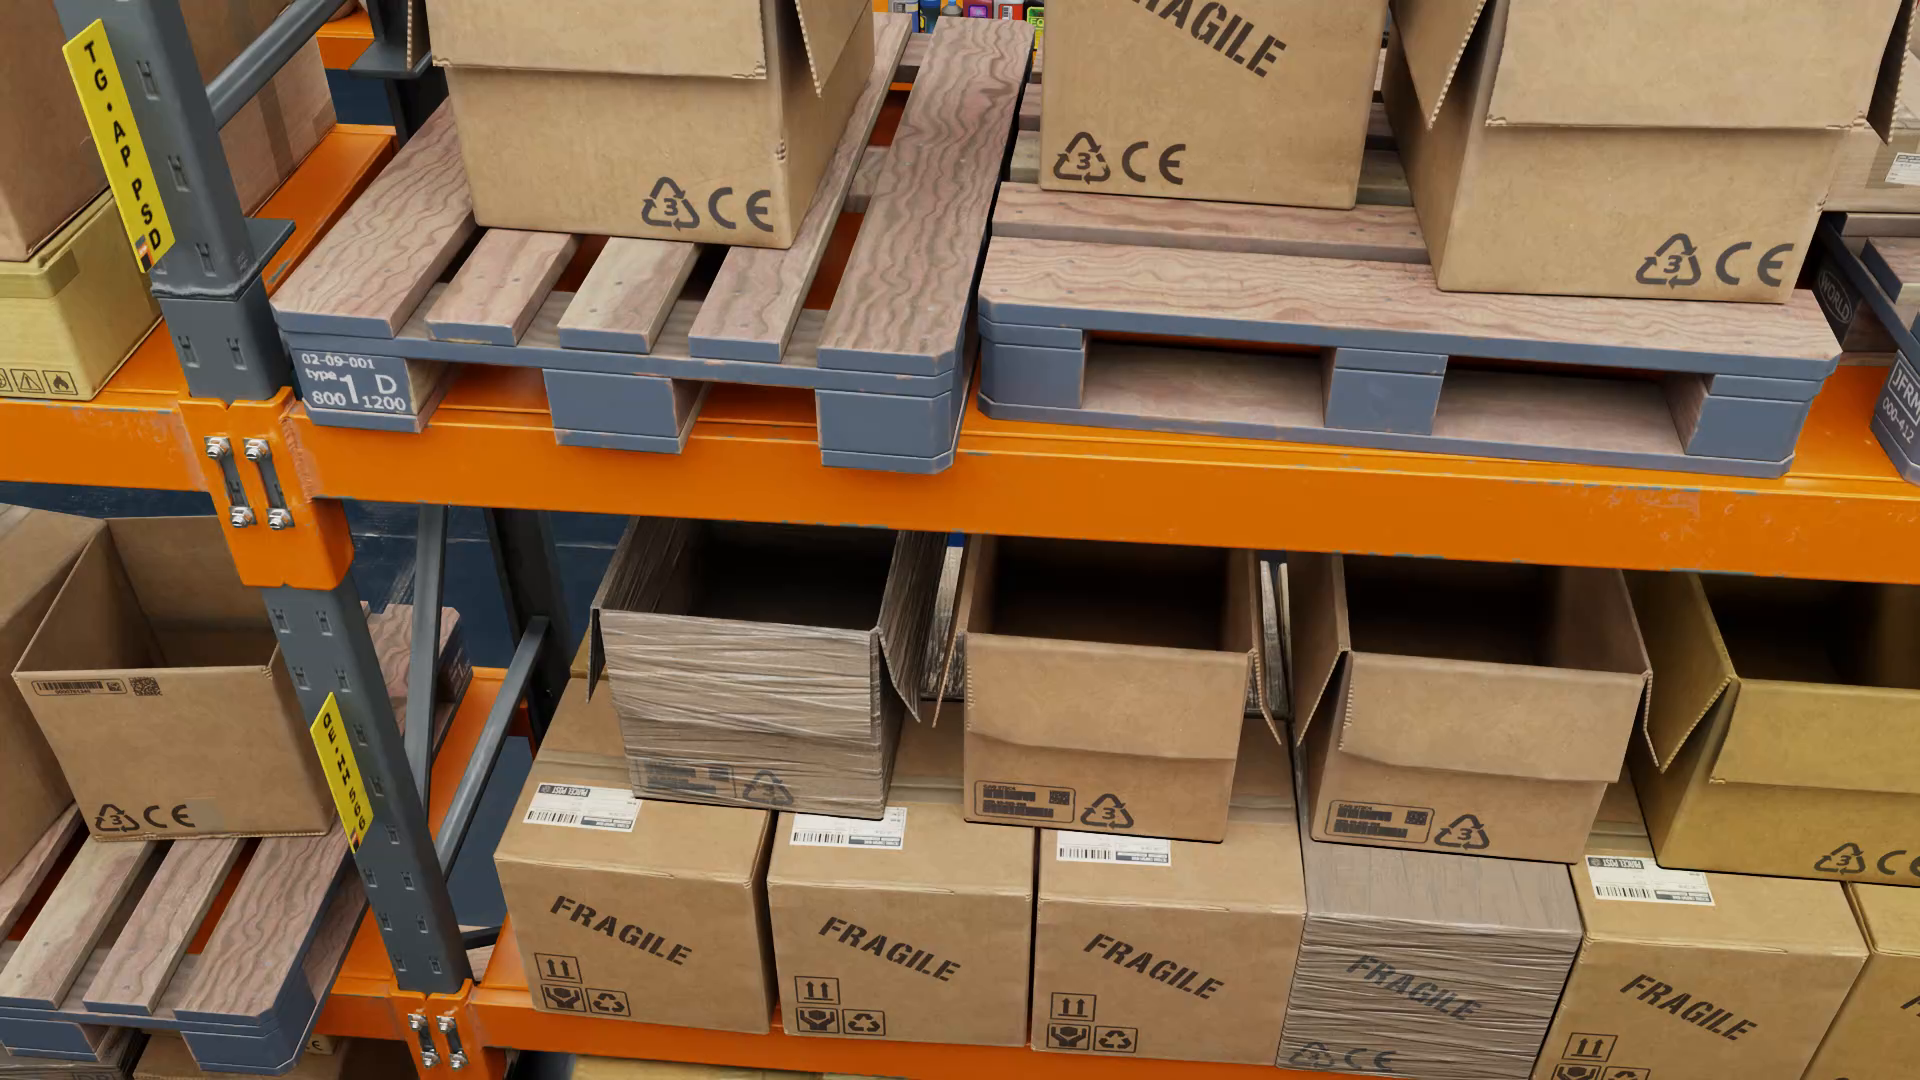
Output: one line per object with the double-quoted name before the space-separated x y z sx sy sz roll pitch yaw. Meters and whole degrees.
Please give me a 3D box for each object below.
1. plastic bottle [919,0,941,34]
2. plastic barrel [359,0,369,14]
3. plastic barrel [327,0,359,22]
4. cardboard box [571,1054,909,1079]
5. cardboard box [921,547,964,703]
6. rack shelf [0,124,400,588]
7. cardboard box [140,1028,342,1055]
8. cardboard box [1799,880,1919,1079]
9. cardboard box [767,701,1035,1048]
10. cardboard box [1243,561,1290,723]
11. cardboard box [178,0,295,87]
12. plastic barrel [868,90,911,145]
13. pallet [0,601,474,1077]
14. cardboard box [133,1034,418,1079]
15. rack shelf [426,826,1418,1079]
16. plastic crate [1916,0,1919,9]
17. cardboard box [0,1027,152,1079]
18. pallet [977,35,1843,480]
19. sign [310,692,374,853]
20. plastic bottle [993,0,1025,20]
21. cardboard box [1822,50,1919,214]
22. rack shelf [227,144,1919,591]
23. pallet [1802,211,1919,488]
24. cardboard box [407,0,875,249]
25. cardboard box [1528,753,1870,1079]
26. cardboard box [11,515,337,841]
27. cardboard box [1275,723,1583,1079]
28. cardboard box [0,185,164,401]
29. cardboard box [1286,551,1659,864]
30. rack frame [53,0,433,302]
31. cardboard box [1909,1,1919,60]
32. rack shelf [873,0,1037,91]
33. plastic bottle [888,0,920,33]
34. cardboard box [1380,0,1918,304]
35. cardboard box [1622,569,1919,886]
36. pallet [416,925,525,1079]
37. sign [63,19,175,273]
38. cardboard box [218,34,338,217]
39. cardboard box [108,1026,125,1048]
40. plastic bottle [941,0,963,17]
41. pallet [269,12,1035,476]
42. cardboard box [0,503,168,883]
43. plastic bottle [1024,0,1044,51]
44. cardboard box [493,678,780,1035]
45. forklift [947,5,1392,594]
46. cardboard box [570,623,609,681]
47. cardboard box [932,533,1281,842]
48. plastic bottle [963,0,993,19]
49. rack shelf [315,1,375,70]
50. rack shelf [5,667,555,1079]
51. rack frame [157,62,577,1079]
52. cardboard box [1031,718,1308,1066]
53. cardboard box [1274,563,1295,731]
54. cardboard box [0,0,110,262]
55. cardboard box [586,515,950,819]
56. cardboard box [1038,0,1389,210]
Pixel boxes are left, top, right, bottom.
"plastic bottle" -0.131 -2.316 7.322 0.097 0.271 0.097 0 39 0
"plastic barrel" -2.536 -2.634 7.502 0.433 0.535 0.433 0 39 0
"plastic barrel" -2.967 -2.657 7.531 0.433 0.535 0.433 0 39 0
"cardboard box" -0.389 1.210 4.238 0.875 0.875 1.225 1 39 2
"cardboard box" -0.065 0.361 3.851 0.500 0.500 0.500 3 39 3
"rack shelf" -3.067 -0.495 3.176 4.000 0.370 1.077 3 39 4
"cardboard box" -1.745 0.989 4.197 0.500 0.250 0.500 5 39 6
"cardboard box" 1.929 0.792 3.321 0.500 0.500 0.500 4 39 5
"cardboard box" -0.100 0.684 3.455 0.500 0.500 0.500 2 39 3
"cardboard box" 0.452 0.388 3.818 0.500 0.500 0.500 2 39 2
"cardboard box" -1.520 -1.085 2.856 0.500 0.500 0.500 3 39 4
"plastic barrel" -0.158 -1.922 8.122 0.708 0.830 0.600 3 39 4
"pallet" -1.794 0.601 3.788 1.003 0.211 1.213 3 39 4
"cardboard box" -1.744 1.273 4.441 0.500 0.500 0.700 1 39 1
"rack shelf" 0.918 0.886 3.855 4.000 0.370 1.077 3 39 4
"plastic crate" 4.206 -2.241 7.028 0.583 0.464 0.402 3 39 4
"cardboard box" -2.297 1.251 4.469 0.500 0.500 0.700 0 39 0
"pallet" 0.686 -0.531 2.800 1.213 0.211 1.003 5 39 6
"sign" -1.112 0.422 3.001 0.005 0.325 0.100 3 39 4
"plastic bottle" 0.217 -2.317 7.318 0.135 0.276 0.152 3 39 4
"cardboard box" 1.440 -0.688 2.709 0.250 0.149 0.380 2 39 2
"rack shelf" 0.918 -0.277 2.908 4.000 0.370 1.077 3 39 4
"pallet" 1.993 -0.392 2.631 1.217 0.209 0.805 2 39 2
"cardboard box" -0.460 -0.880 2.664 0.637 0.503 0.797 5 39 6
"cardboard box" 1.408 0.768 3.351 0.500 0.500 0.500 3 39 3
"cardboard box" -1.616 0.292 3.603 0.500 0.500 0.500 -1 39 -2
"cardboard box" 0.909 0.738 3.388 0.500 0.500 0.500 3 39 4
"cardboard box" -1.569 -0.479 2.704 0.500 0.250 0.500 3 39 4
"cardboard box" 0.970 0.190 3.266 0.637 0.503 0.797 4 39 5
"rack frame" -1.074 -1.828 1.868 0.127 3.000 1.000 3 39 4
"cardboard box" 1.825 -0.692 2.586 0.500 0.311 0.500 2 39 2
"rack shelf" 1.345 -2.229 7.682 4.000 0.370 1.077 3 39 4
"plastic bottle" -0.244 -2.342 7.349 0.135 0.276 0.152 3 39 4
"cardboard box" 0.963 -0.770 2.529 0.637 0.503 0.797 3 39 3
"cardboard box" 1.591 0.214 3.237 0.637 0.503 0.797 4 39 4
"pallet" -1.853 1.536 4.695 1.213 0.211 1.003 3 39 4
"sign" -1.123 -0.524 2.232 0.005 0.325 0.100 3 39 4
"cardboard box" -1.521 -0.793 3.090 0.500 0.250 0.500 4 39 5
"cardboard box" -2.274 0.966 4.224 0.500 0.250 0.500 7 40 9
"plastic bottle" -0.034 -2.284 7.337 0.097 0.201 0.097 0 39 0
"pallet" -0.428 -0.590 2.872 1.003 0.211 1.213 5 39 6
"cardboard box" -2.181 0.325 3.563 0.500 0.500 0.700 9 40 10
"plastic bottle" 0.347 -2.283 7.272 0.133 0.283 0.061 3 39 4
"cardboard box" -0.614 0.657 3.487 0.500 0.500 0.500 4 39 5
"forklift" 1.108 -0.923 5.563 3.031 2.935 1.130 11 40 14
"cardboard box" -0.561 0.331 3.889 0.500 0.500 0.500 4 39 5
"cardboard box" 0.302 0.158 3.306 0.637 0.503 0.797 4 39 5
"plastic bottle" 0.080 -2.298 7.290 0.133 0.283 0.061 3 39 4
"rack shelf" -2.640 -2.447 7.950 4.000 0.370 1.077 3 39 4
"rack shelf" -3.067 0.668 4.123 4.000 0.370 1.077 3 39 4
"rack frame" -1.074 0.498 3.762 0.127 3.000 1.000 3 39 4
"cardboard box" 0.411 0.709 3.423 0.500 0.500 0.500 2 39 3
"cardboard box" 0.959 0.416 3.784 0.500 0.500 0.500 4 39 5
"cardboard box" -1.571 -0.766 2.464 0.500 0.500 0.500 4 39 5
"cardboard box" -0.347 0.120 3.352 0.637 0.503 0.797 4 39 5
"cardboard box" 0.407 -0.887 2.676 0.500 0.500 0.500 5 39 6
